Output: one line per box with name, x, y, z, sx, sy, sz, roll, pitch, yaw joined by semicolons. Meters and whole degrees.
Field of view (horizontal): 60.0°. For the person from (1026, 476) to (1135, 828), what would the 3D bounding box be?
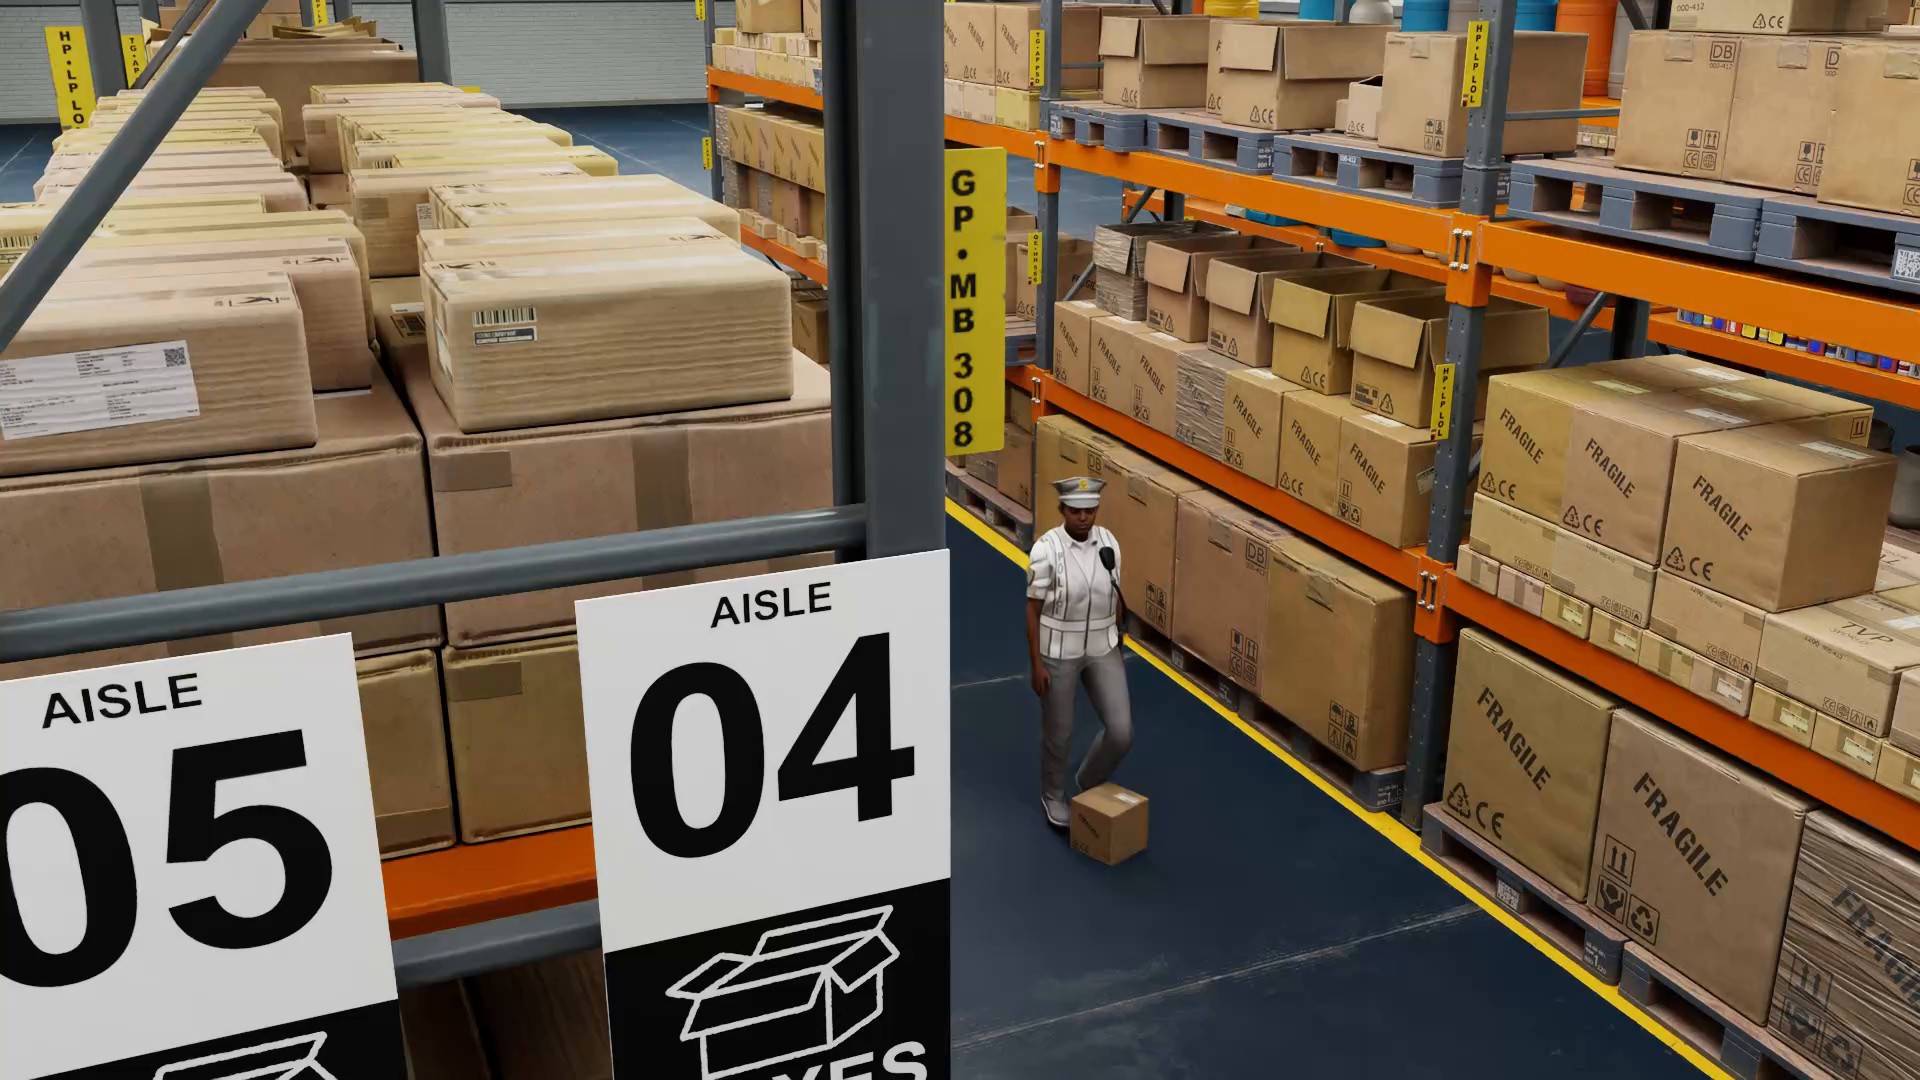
person;0.535;0.535;7.439;0.486;1.715;0.469;-5;20;-13
